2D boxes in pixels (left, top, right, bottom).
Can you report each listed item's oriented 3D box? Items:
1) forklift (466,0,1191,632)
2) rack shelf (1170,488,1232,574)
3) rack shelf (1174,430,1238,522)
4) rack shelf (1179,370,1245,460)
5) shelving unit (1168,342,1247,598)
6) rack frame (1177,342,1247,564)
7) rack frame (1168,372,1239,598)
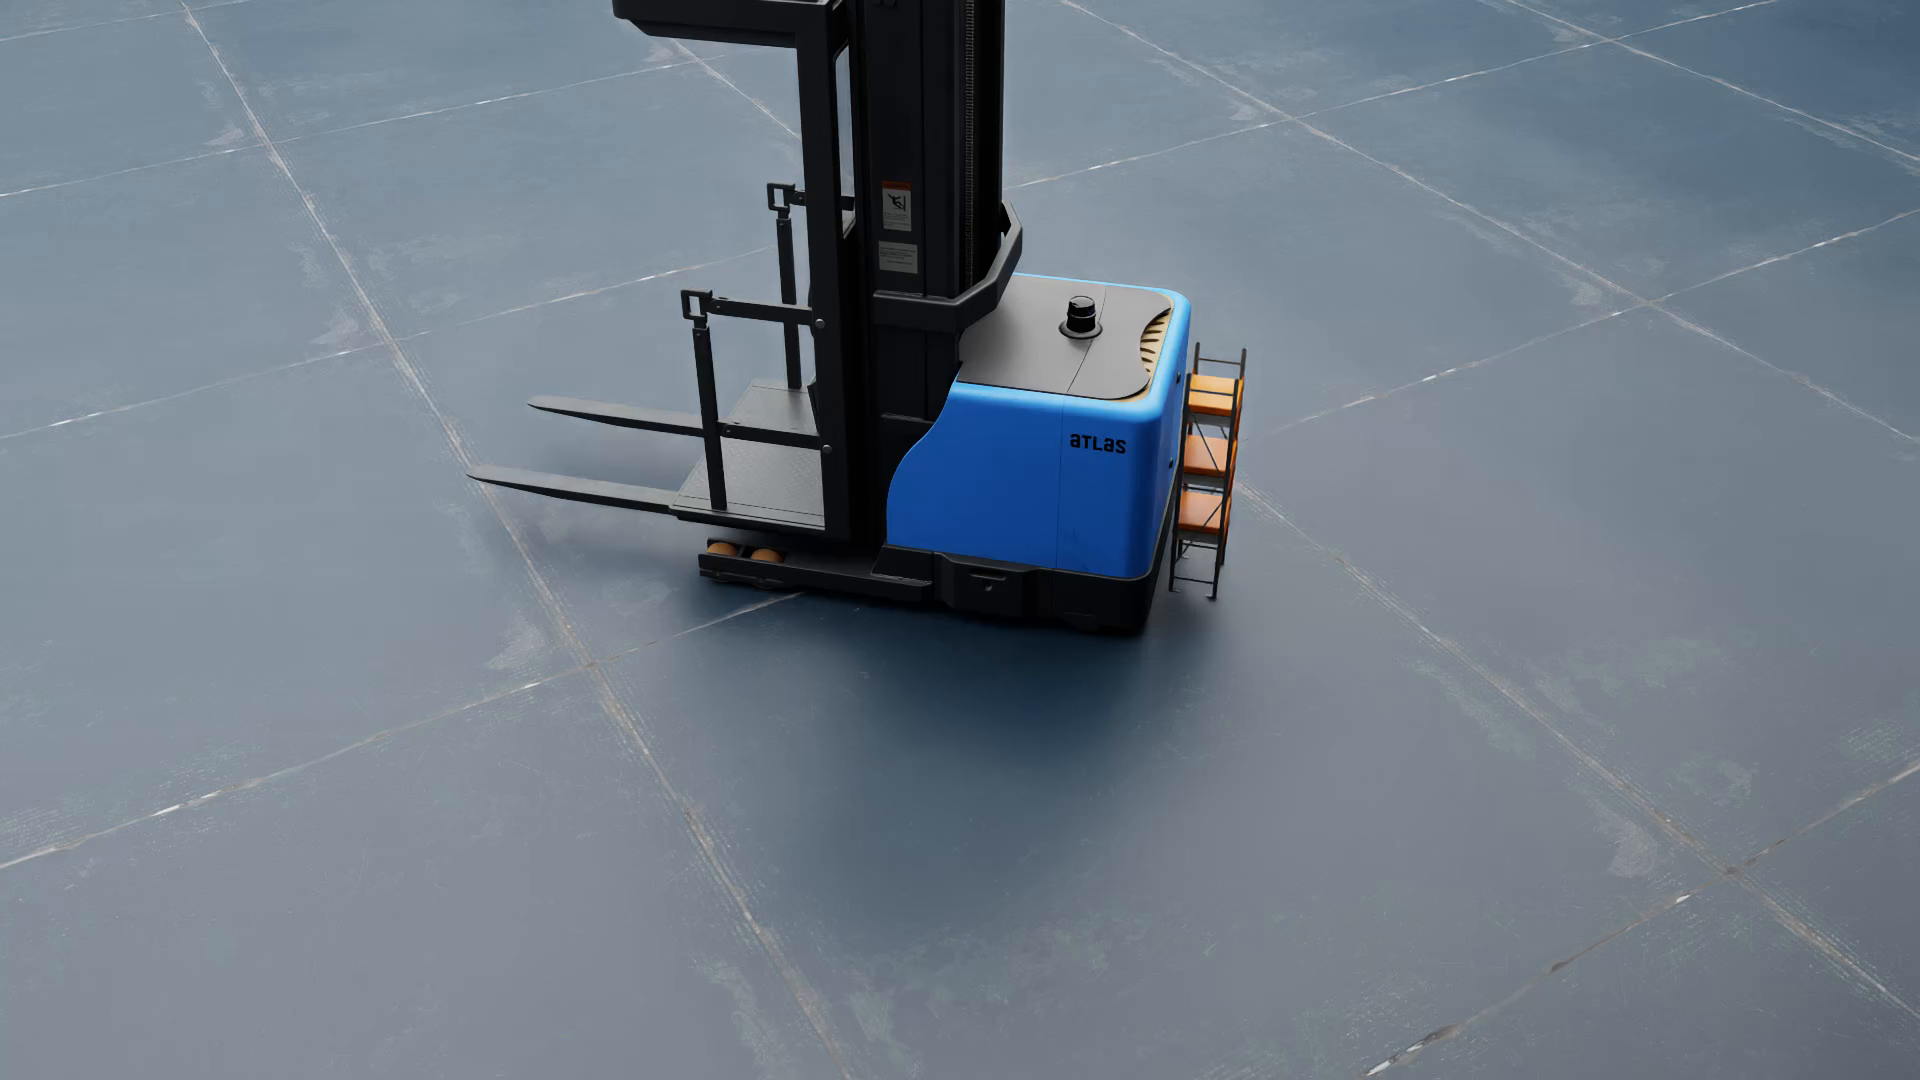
[{"bbox_3d":[-0.613,-1.271,6.506,3.031,2.935,1.130,8,37,11],"label":"forklift"},{"bbox_3d":[0.998,-0.035,6.895,0.215,0.259,0.240,8,37,12],"label":"rack shelf"},{"bbox_3d":[0.996,-0.260,6.732,0.215,0.259,0.240,8,37,12],"label":"rack shelf"},{"bbox_3d":[0.994,-0.489,6.565,0.215,0.259,0.240,8,37,12],"label":"rack shelf"},{"bbox_3d":[0.996,-0.268,6.726,0.215,1.050,0.252,8,37,12],"label":"shelving unit"},{"bbox_3d":[1.027,-0.338,6.821,0.200,1.050,0.008,8,37,12],"label":"rack frame"},{"bbox_3d":[0.965,-0.199,6.630,0.200,1.050,0.008,8,37,12],"label":"rack frame"}]
